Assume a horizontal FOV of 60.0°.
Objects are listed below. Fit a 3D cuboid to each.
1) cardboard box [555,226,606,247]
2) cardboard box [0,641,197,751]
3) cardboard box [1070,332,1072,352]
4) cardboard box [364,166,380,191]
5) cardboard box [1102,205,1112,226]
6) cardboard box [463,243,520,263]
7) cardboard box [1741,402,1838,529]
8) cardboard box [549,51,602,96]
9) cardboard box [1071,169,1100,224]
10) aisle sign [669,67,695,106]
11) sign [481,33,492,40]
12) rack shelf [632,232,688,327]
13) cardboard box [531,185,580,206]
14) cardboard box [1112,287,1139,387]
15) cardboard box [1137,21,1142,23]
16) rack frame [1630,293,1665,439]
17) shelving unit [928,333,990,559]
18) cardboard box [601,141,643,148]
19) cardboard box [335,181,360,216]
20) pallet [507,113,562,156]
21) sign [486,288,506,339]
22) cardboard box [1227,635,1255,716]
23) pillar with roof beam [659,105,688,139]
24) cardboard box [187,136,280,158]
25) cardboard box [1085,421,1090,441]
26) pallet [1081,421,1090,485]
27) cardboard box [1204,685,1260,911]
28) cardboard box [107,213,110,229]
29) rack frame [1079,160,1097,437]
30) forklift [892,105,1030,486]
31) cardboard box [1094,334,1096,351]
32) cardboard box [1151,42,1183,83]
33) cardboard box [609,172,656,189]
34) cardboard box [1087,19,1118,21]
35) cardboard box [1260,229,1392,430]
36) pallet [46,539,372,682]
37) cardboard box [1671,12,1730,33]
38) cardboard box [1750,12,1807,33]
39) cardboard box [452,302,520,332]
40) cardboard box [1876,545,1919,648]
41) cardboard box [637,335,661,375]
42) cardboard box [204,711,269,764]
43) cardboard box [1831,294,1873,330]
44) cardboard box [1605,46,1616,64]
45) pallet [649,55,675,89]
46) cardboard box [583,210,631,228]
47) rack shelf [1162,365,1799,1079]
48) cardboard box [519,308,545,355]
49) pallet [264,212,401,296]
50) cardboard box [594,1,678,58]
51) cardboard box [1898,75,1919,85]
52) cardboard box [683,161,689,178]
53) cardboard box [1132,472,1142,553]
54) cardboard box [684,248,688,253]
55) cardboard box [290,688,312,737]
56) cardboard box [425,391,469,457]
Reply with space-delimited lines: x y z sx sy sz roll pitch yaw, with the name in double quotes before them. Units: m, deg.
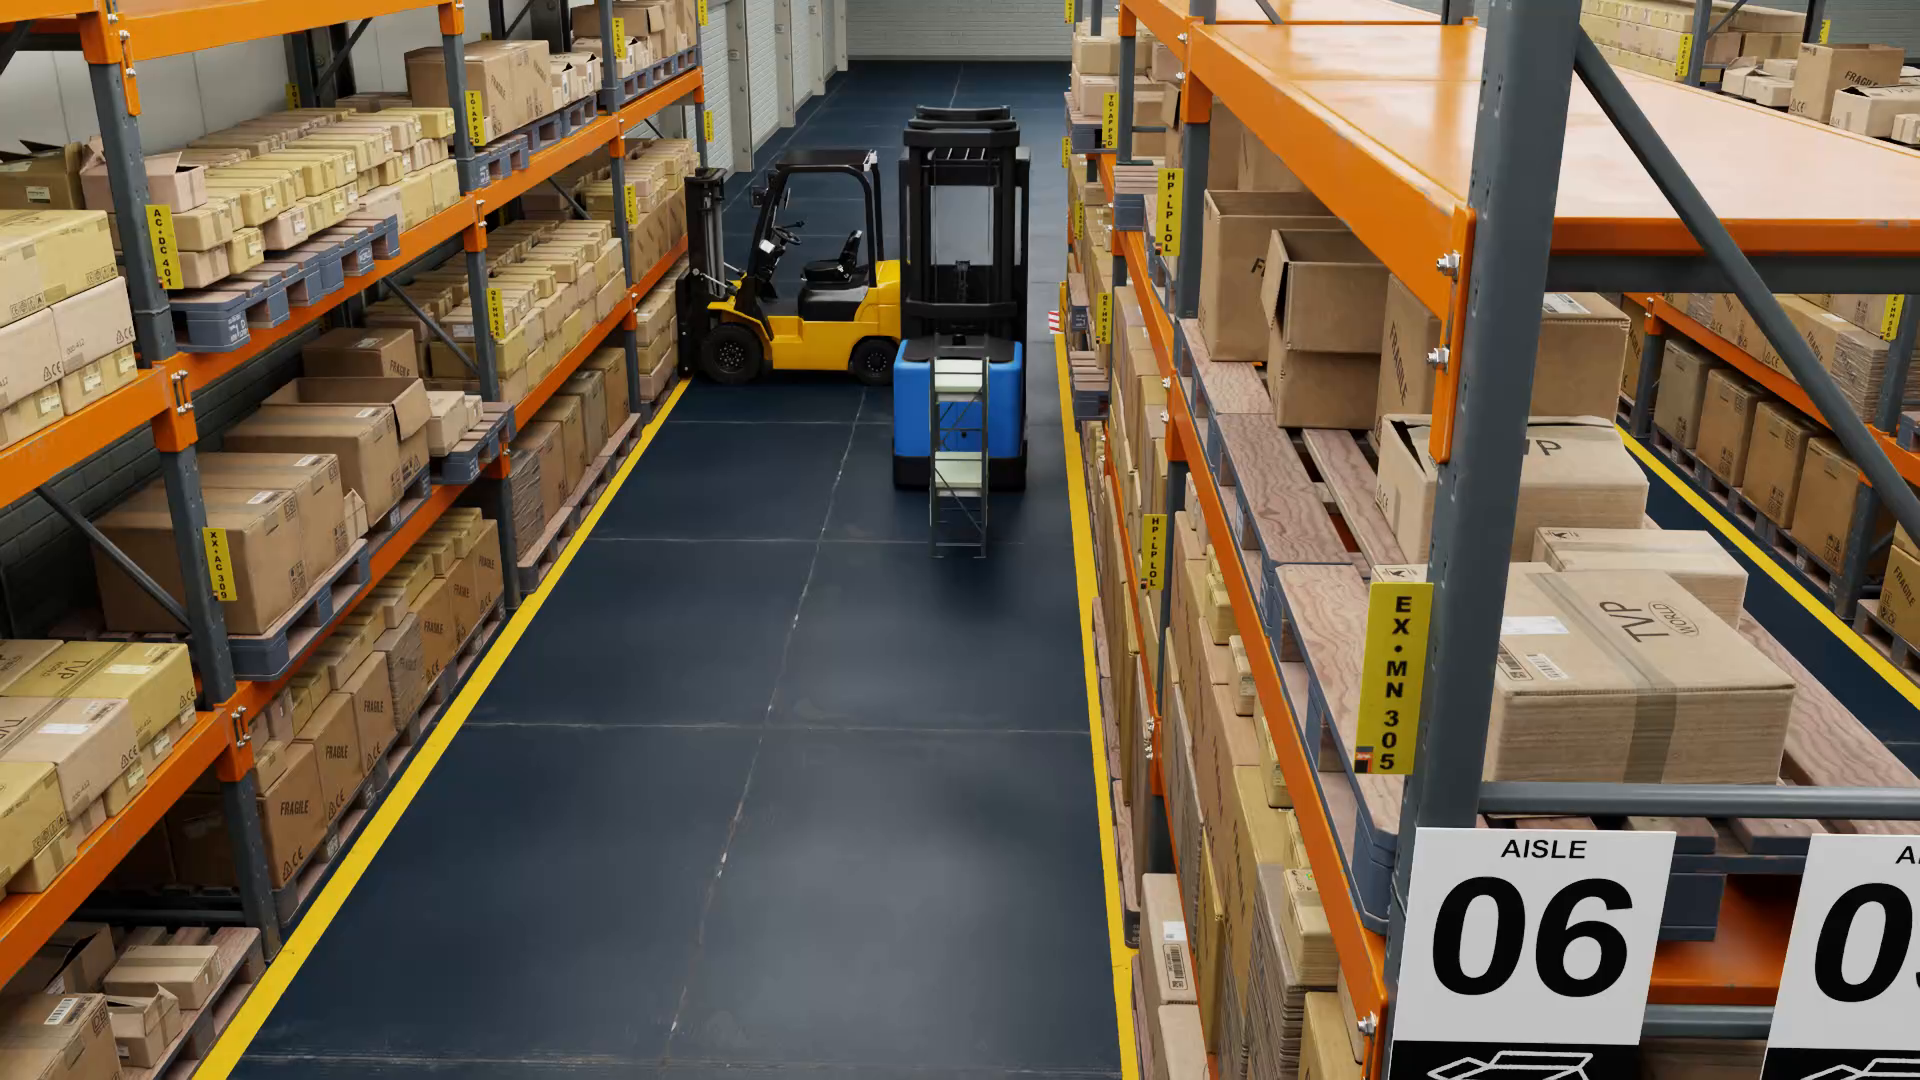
"cardboard box" -3.163 -2.520 13.841 0.380 0.149 0.250 0 21 1
"cardboard box" -3.400 0.620 6.579 0.500 0.250 0.500 1 21 3
"cardboard box" 1.370 -2.026 16.826 0.500 0.250 0.500 2 21 5
"cardboard box" -3.359 -1.959 8.941 0.380 0.149 0.250 1 21 2
"cardboard box" 1.279 -2.460 12.696 0.380 0.149 0.250 2 21 5
"cardboard box" -3.699 -2.245 13.134 0.380 0.149 0.250 1 21 2
"cardboard box" 6.538 -0.555 12.342 1.050 0.750 0.750 1 21 2
"cardboard box" -3.163 -3.725 13.240 0.500 0.311 0.500 0 21 0
"cardboard box" 1.380 -3.429 16.669 0.500 0.500 0.500 0 21 1
"aisle sign" -2.968 -5.069 17.852 0.394 0.787 0.004 1 21 2
"sign" -3.940 -4.072 13.906 0.100 0.325 0.005 1 21 2
"rack shelf" -3.324 -2.778 16.536 1.077 0.370 4.000 1 21 2
"cardboard box" -3.628 -3.087 14.892 0.380 0.149 0.250 0 21 0
"cardboard box" 1.196 -1.228 10.026 0.500 0.500 0.500 0 21 0
"cardboard box" 1.948 -5.125 16.690 0.380 0.149 0.250 0 21 1
"rack frame" 6.528 -2.319 14.359 1.000 3.000 0.127 1 21 2
"shelving unit" 0.000 -0.702 12.264 0.431 1.500 0.755 1 21 2
"cardboard box" -3.557 -4.110 17.527 0.380 0.149 0.250 1 21 3
"cardboard box" -3.200 -1.681 8.196 0.380 0.149 0.250 1 21 3
"pallet" -3.544 -2.905 11.983 1.003 0.211 1.213 2 21 4
"sign" -2.964 -1.444 10.613 0.100 0.325 0.005 1 21 2
"cardboard box" 0.999 0.402 4.928 0.380 0.149 0.250 1 21 2
"pillar with roof beam" 0.300 -8.513 22.030 9.100 9.000 0.400 1 21 2
"cardboard box" -3.772 -2.008 8.656 0.380 0.149 0.250 1 21 1
"cardboard box" 1.563 -1.118 14.315 0.950 0.372 0.625 1 21 2
"pallet" 1.555 -0.755 14.184 1.003 0.211 1.213 1 21 2
"cardboard box" 1.010 0.762 4.897 0.500 0.500 0.500 0 21 1
"cardboard box" -3.750 -1.363 6.965 0.380 0.149 0.250 1 21 2
"rack frame" 1.577 -2.337 14.405 1.000 3.000 0.127 1 21 2
"forklift" 0.045 -2.288 14.374 1.130 2.935 3.031 1 21 3
"cardboard box" 1.144 -1.371 11.681 0.380 0.149 0.250 0 21 -1
"cardboard box" 1.677 -3.514 12.228 0.500 0.250 0.500 1 21 3
"cardboard box" -3.071 -3.364 15.605 0.380 0.149 0.250 0 21 1
"cardboard box" 1.492 -5.219 16.930 0.380 0.149 0.250 1 21 1
"cardboard box" 1.325 -0.645 5.037 0.797 0.503 0.637 2 21 6
"pallet" -3.495 0.304 7.864 1.003 0.211 1.213 1 21 2
"cardboard box" 6.220 -4.350 13.973 0.380 0.149 0.250 0 21 1
"cardboard box" 6.878 -4.342 13.953 0.380 0.149 0.250 1 21 2
"cardboard box" -3.196 -1.501 11.217 0.380 0.149 0.250 1 21 3
"cardboard box" 6.129 0.350 10.356 0.500 0.500 0.500 0 21 -1
"cardboard box" -3.062 -1.709 15.315 0.500 0.250 0.500 1 21 1
"cardboard box" -3.412 0.903 7.621 0.380 0.149 0.250 0 21 1
"cardboard box" 6.444 -1.730 11.322 0.700 0.500 0.500 0 21 1
"cardboard box" 6.265 -4.530 15.538 0.380 0.149 0.250 1 21 1
"pallet" -3.345 -4.496 15.945 1.003 0.211 1.213 1 21 2
"cardboard box" -3.112 -2.851 14.696 0.380 0.149 0.250 0 21 1
"rack shelf" 1.273 0.216 4.674 1.077 0.370 4.000 1 21 2
"cardboard box" -3.232 -1.446 11.625 0.500 0.250 0.500 1 21 3
"pallet" -3.510 -1.418 8.151 1.213 0.211 1.003 1 21 2
"cardboard box" -3.164 -4.992 16.244 0.700 0.500 0.500 1 21 2
"cardboard box" 6.679 -3.098 11.624 0.500 0.311 0.500 0 21 1
"cardboard box" -3.041 -3.871 17.324 0.380 0.149 0.250 1 21 3
"cardboard box" 1.121 -0.138 8.253 0.500 0.250 0.500 1 21 3
"cardboard box" -2.965 -3.046 18.072 0.500 0.250 0.500 1 21 3
"cardboard box" -3.424 0.849 8.173 0.380 0.149 0.250 0 21 -1
"cardboard box" -3.215 -0.685 9.774 0.500 0.250 0.500 0 21 -1
